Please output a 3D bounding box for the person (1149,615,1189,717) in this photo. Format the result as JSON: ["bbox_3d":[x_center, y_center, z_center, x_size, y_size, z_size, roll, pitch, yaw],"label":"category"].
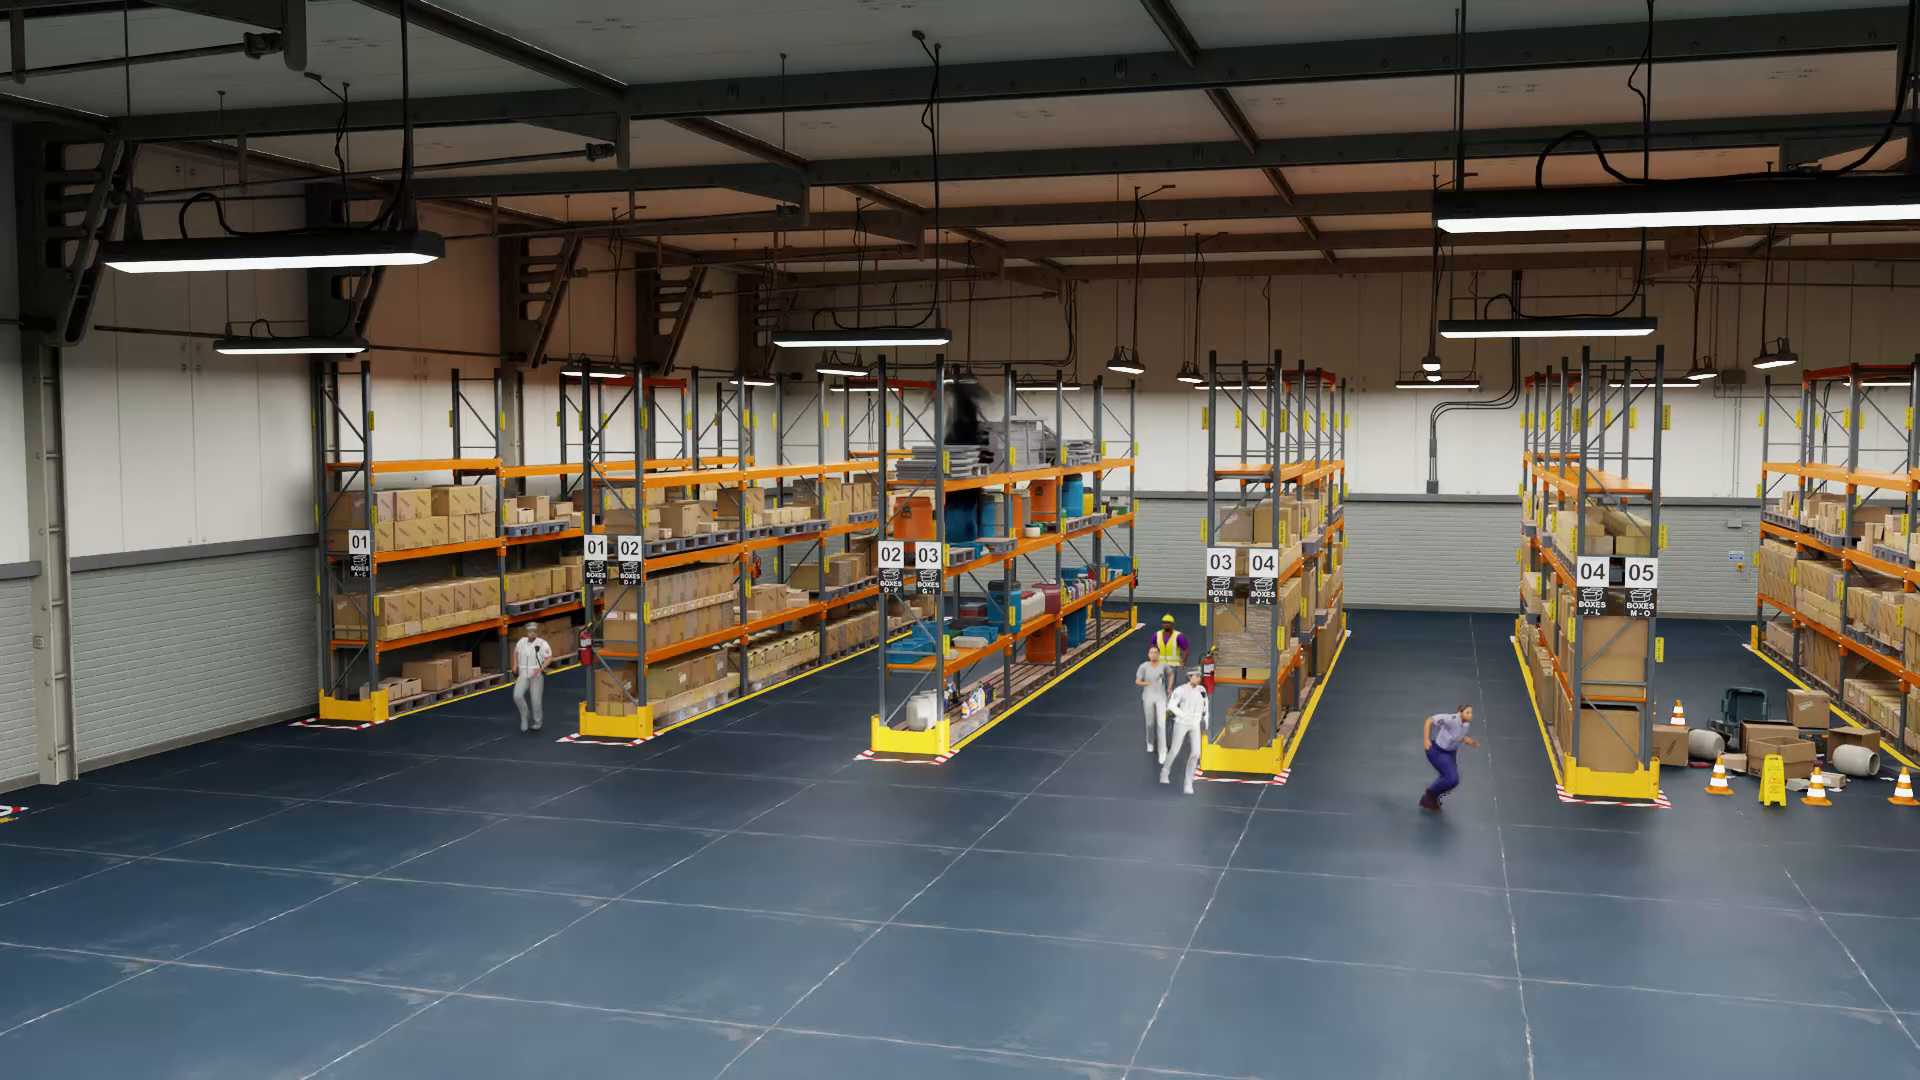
[{"bbox_3d":[3.538,2.129,28.291,0.702,1.726,0.598,2,4,21],"label":"person"}]

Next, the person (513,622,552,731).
[{"bbox_3d":[-6.963,2.209,26.977,0.679,1.778,0.636,0,4,4],"label":"person"}]

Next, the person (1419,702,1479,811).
[{"bbox_3d":[6.165,2.756,21.102,0.637,1.483,0.864,-3,5,-37],"label":"person"}]

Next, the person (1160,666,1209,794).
[{"bbox_3d":[3.118,2.557,22.638,0.687,1.724,0.686,-1,4,-16],"label":"person"}]

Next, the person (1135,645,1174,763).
[{"bbox_3d":[2.878,2.389,24.624,0.578,1.684,0.877,1,4,7],"label":"person"}]
